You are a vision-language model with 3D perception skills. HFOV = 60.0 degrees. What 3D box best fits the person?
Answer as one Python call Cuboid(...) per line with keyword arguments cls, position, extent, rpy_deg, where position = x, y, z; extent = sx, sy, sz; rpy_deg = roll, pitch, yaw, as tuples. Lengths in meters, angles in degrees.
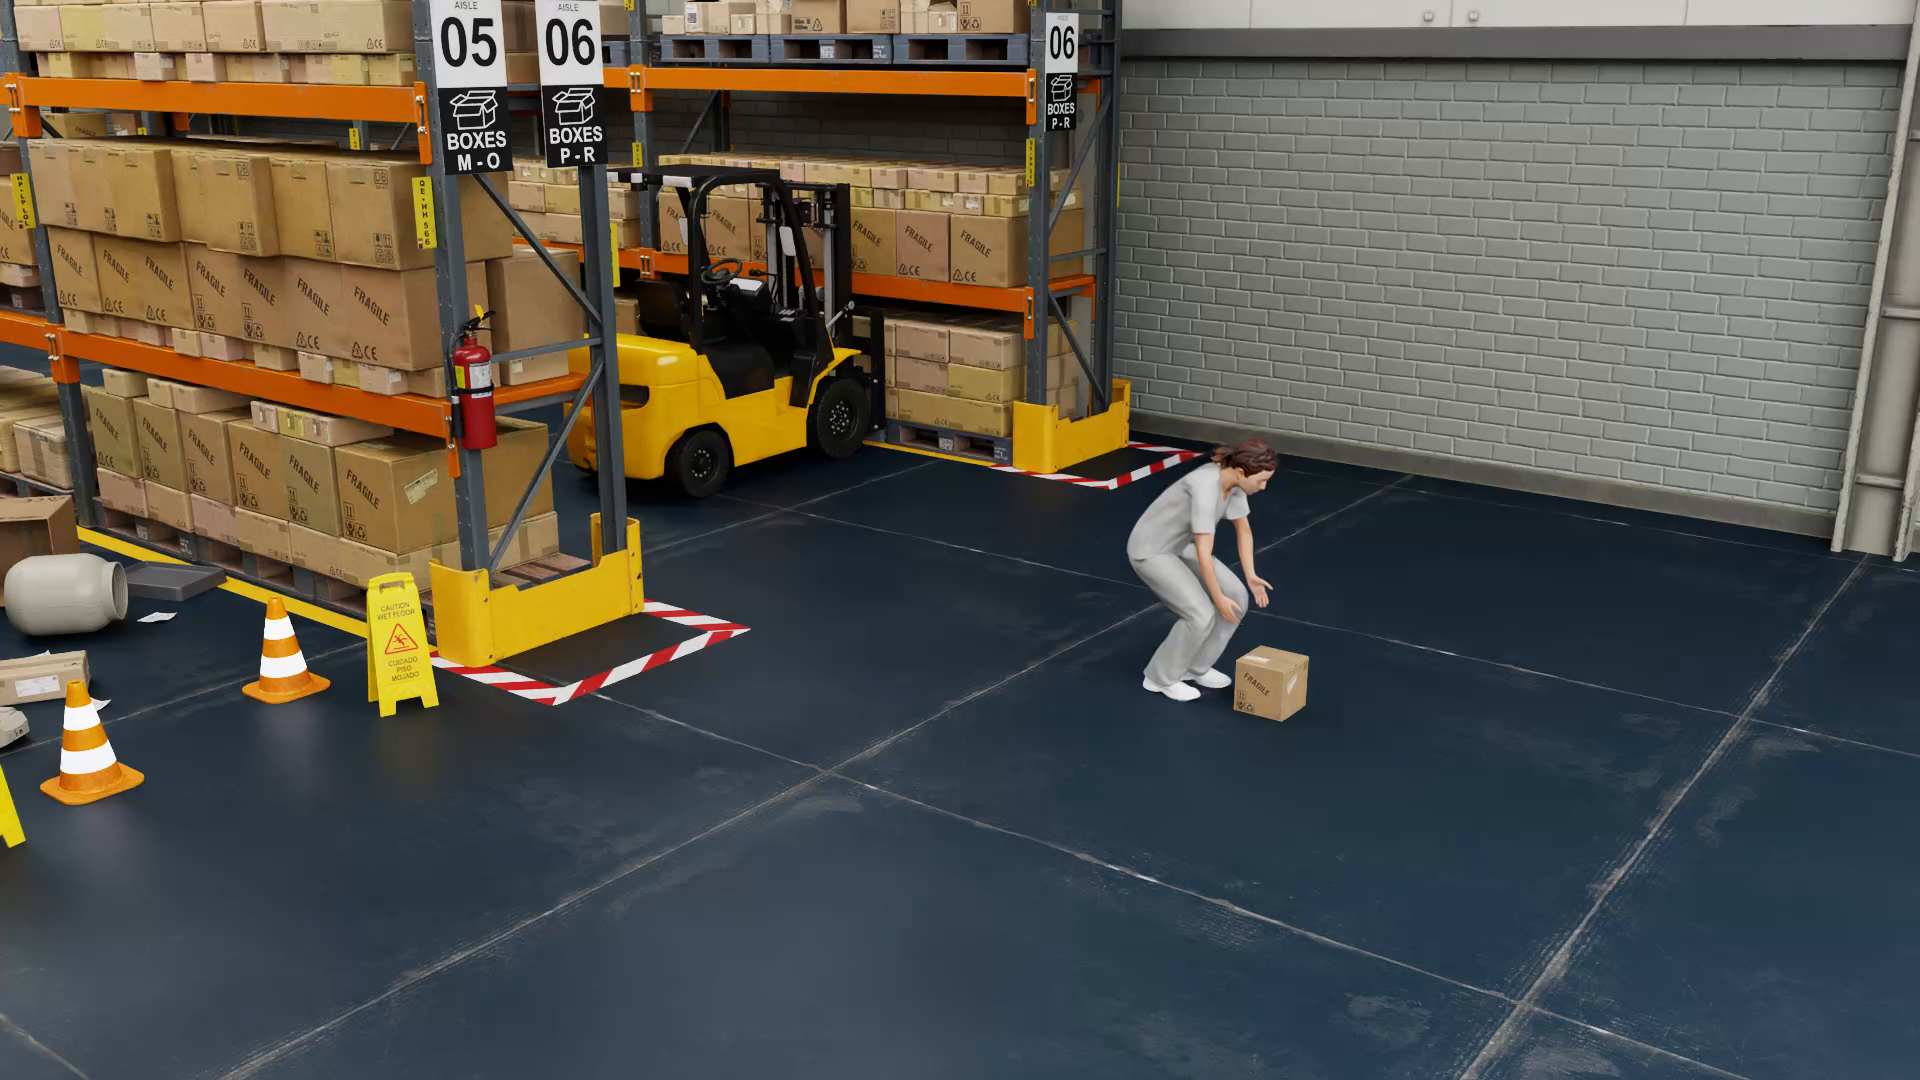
Cuboid(cls="person", position=(1.151, 0.108, 7.886), extent=(0.697, 1.275, 0.493), rpy_deg=(12, 20, 35))
